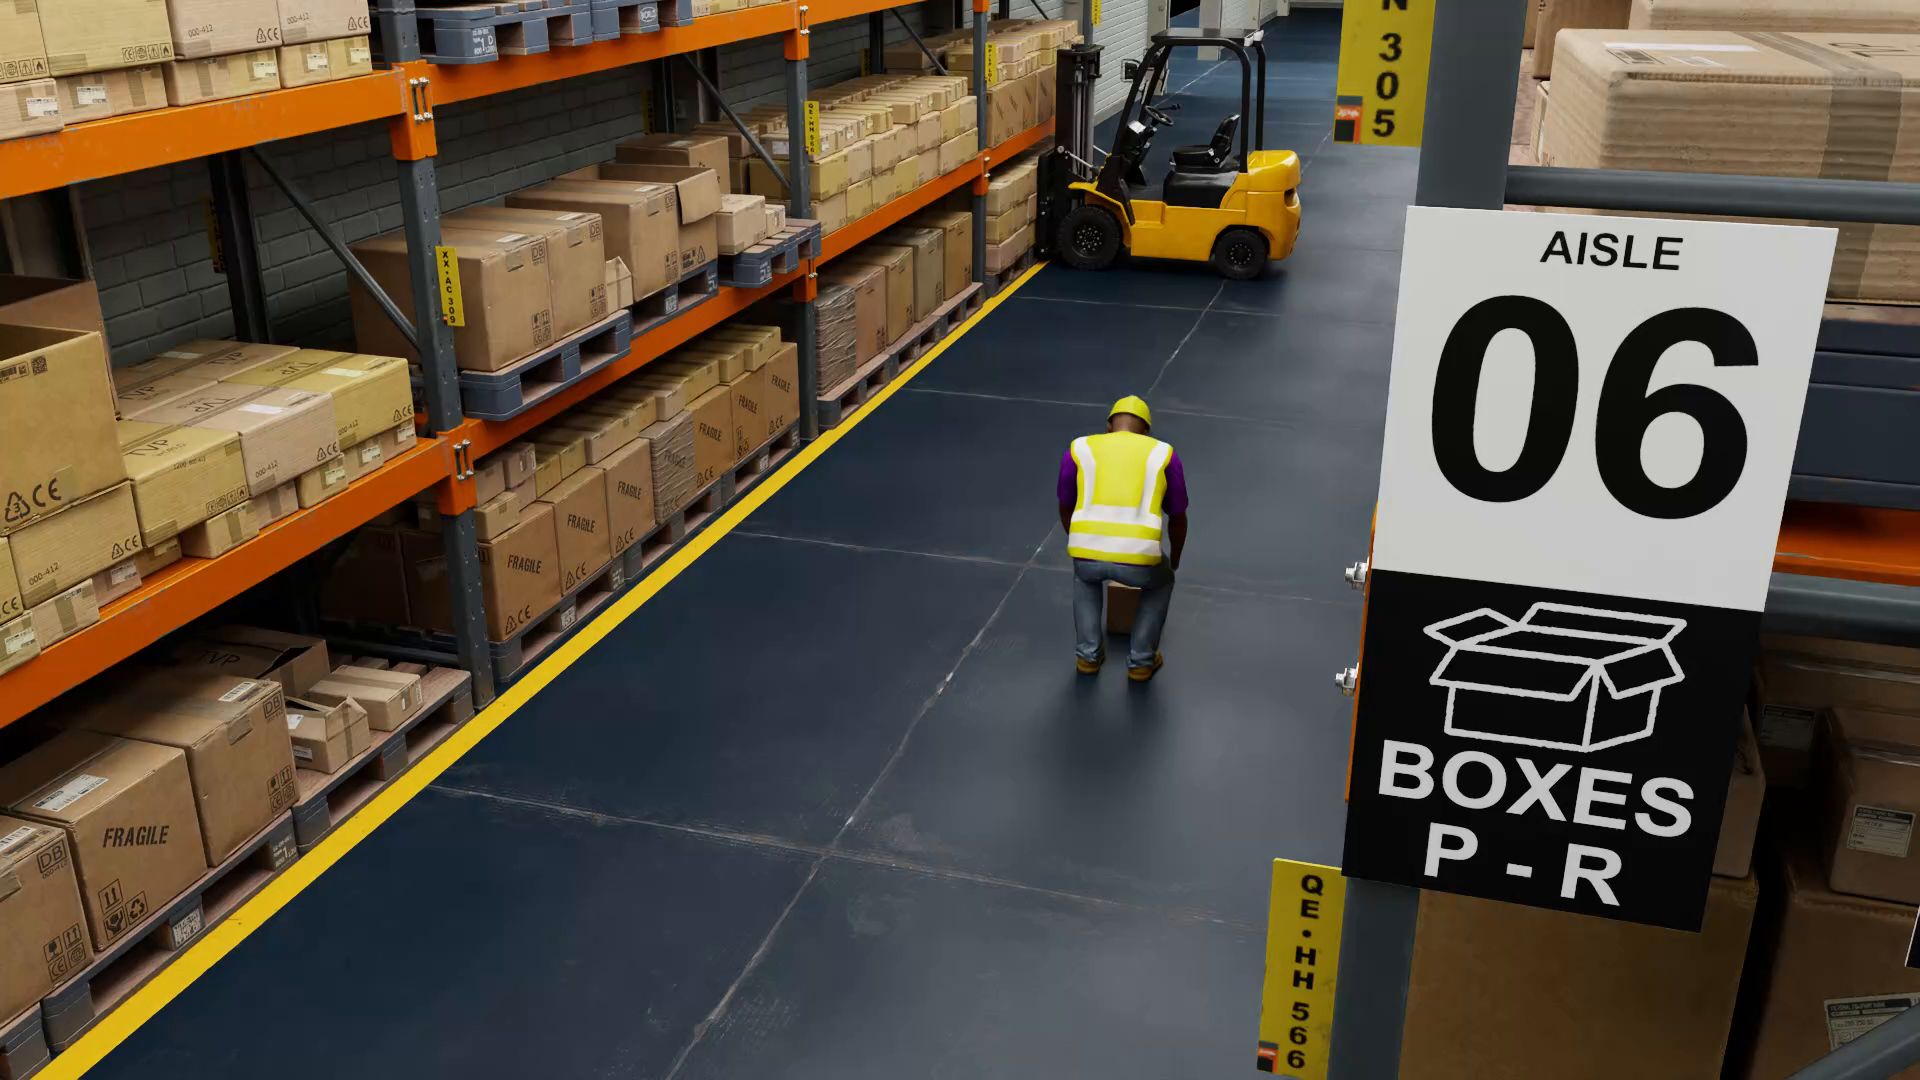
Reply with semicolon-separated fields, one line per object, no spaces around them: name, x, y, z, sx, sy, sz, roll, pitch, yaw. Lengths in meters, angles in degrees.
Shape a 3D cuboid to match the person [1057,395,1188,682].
person;0.728;-0.003;7.799;0.622;1.222;0.838;6;23;16
